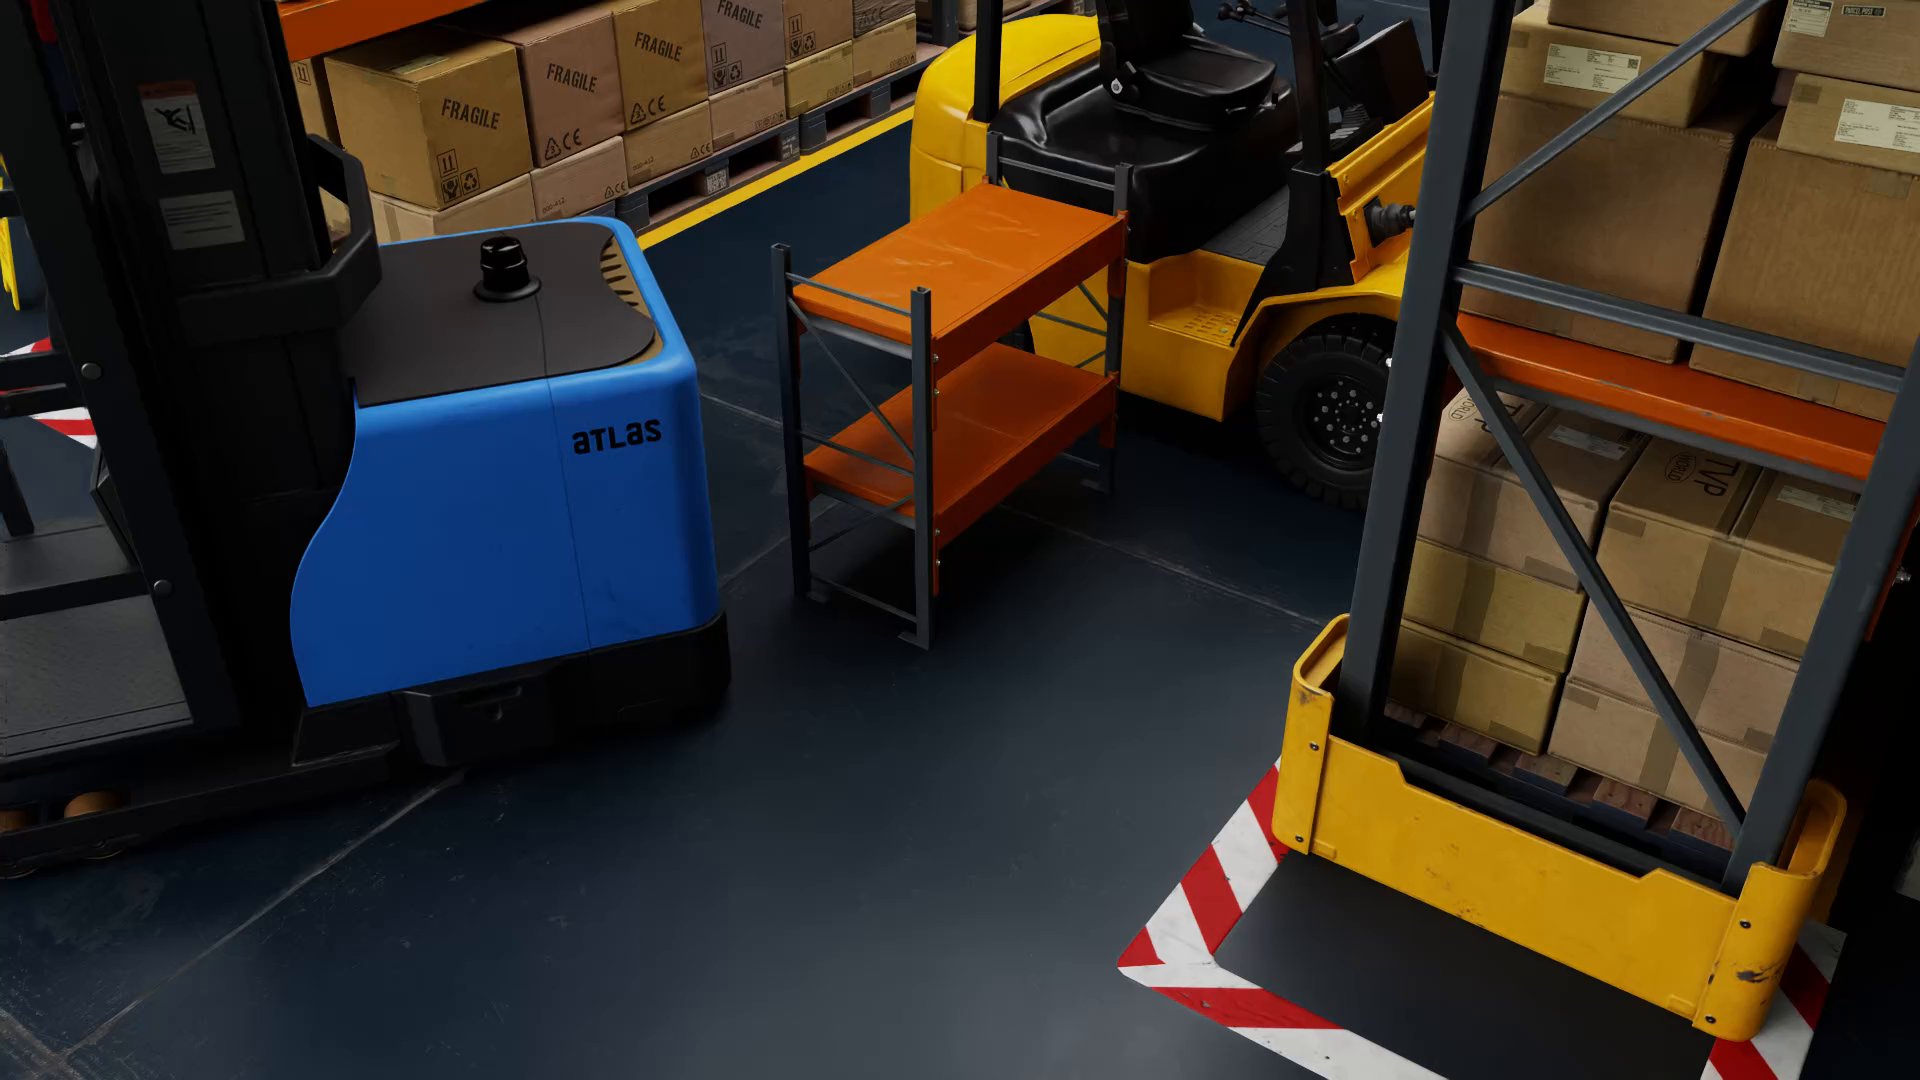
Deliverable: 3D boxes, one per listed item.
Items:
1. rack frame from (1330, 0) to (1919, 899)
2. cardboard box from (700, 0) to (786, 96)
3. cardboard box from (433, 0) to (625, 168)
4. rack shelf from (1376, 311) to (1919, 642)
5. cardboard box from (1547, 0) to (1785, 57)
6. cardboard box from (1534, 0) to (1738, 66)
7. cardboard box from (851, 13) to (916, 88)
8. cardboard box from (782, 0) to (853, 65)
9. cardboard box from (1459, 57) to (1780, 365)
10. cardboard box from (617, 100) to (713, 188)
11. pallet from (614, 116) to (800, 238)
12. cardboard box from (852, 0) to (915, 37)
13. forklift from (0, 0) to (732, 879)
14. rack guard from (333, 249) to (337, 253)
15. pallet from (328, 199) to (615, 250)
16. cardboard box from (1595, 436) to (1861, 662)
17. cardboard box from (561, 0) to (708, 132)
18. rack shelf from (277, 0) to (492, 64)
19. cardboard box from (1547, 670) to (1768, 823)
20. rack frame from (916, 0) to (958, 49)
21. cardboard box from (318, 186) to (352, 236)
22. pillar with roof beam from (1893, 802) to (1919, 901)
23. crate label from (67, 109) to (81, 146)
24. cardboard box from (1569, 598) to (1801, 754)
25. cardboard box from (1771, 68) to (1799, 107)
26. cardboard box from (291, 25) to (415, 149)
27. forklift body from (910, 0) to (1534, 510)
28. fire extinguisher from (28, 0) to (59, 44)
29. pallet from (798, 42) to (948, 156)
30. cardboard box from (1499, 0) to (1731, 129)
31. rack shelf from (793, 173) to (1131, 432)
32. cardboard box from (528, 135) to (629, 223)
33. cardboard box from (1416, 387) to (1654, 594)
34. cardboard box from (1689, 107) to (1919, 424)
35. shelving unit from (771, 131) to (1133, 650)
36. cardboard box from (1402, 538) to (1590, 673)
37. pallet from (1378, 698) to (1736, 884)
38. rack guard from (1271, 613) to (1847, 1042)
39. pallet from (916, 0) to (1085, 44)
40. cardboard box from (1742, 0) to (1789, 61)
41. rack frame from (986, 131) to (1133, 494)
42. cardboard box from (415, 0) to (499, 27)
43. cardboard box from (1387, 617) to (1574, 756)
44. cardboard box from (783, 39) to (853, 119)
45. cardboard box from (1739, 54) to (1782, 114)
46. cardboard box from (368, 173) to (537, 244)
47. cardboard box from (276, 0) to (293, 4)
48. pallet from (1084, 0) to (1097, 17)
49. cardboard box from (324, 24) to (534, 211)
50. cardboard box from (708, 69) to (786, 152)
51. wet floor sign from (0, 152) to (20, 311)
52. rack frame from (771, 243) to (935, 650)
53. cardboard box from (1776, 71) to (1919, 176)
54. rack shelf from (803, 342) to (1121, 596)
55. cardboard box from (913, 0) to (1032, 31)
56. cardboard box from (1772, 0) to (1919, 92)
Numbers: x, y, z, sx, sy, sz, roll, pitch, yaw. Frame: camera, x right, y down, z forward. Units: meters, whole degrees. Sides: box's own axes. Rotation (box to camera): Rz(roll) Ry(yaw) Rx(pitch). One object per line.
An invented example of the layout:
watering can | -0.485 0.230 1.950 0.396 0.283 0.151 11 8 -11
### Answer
rack frame | 1.348 -0.409 3.178 1.000 3.000 0.127 21 39 28
cardboard box | -1.147 -2.352 7.460 0.500 0.500 0.500 24 41 31
cardboard box | -1.737 -1.875 6.755 0.500 0.500 0.500 20 39 27
rack shelf | 2.488 -1.032 4.740 1.077 0.370 4.000 21 39 28
cardboard box | 1.379 -1.075 3.228 0.380 0.149 0.250 21 40 28
cardboard box | 1.437 -1.096 3.524 0.380 0.149 0.250 22 40 29
cardboard box | -0.568 -2.511 8.365 0.500 0.250 0.500 23 40 30
cardboard box | -0.857 -2.587 7.808 0.500 0.500 0.500 22 40 29
cardboard box | 1.413 -0.761 3.608 0.500 0.500 0.500 20 39 27
cardboard box | -1.447 -1.799 7.312 0.500 0.250 0.500 24 41 31
pallet | -1.500 -1.795 7.715 1.003 0.211 1.213 21 39 28
cardboard box | -0.568 -2.821 8.155 0.500 0.500 0.500 21 39 28
forklift | -2.199 -0.727 3.709 3.031 2.935 1.130 -11 36 -16
rack guard | -2.689 -0.993 6.271 1.175 0.500 0.348 21 39 28
pallet | -2.196 -1.235 6.889 1.003 0.211 1.213 21 39 28
cardboard box | 1.777 -0.019 3.788 0.500 0.250 0.500 21 39 28
cardboard box | -1.445 -2.103 7.092 0.500 0.500 0.500 22 40 29
rack shelf | -1.592 -2.615 7.082 1.077 0.370 4.000 21 39 28
cardboard box | 1.789 0.392 4.072 0.500 0.250 0.500 21 40 28
rack frame | -0.451 -3.834 8.242 1.000 3.000 0.127 21 39 28
cardboard box | -2.478 -1.497 6.866 0.500 0.250 0.500 21 39 28
pillar with roof beam | -1.051 -4.302 3.578 9.100 9.000 0.400 21 39 28
crate label | -4.255 -1.997 8.081 0.250 0.136 0.298 3 34 4
cardboard box | 1.787 0.199 3.912 0.500 0.250 0.500 22 40 29
cardboard box | 1.843 -0.927 3.274 0.380 0.149 0.250 21 39 28
cardboard box | -2.489 -1.791 6.630 0.500 0.500 0.500 22 40 28
forklift body | 0.930 -1.513 5.567 2.313 2.155 1.214 21 39 28
fire extinguisher | -3.176 -2.056 5.681 0.296 0.674 0.183 21 39 28
pallet | -0.805 -2.358 8.549 1.003 0.211 1.213 21 39 28
cardboard box | 1.315 -0.968 3.336 0.380 0.149 0.250 22 40 29
rack shelf | 0.004 -0.712 4.776 0.538 0.278 1.000 21 39 28
cardboard box | -1.748 -1.543 6.934 0.500 0.250 0.500 23 40 30
cardboard box | 1.354 -0.170 4.011 0.500 0.250 0.500 23 40 30
cardboard box | 1.858 -0.590 3.356 0.500 0.500 0.500 23 40 30
shelving unit | 0.004 -0.469 4.939 0.538 1.125 1.048 21 39 28
cardboard box | 1.369 0.025 4.169 0.500 0.250 0.500 21 39 28
pallet | 1.749 0.380 4.499 1.003 0.211 1.213 21 39 28
rack guard | 1.334 0.637 3.861 1.175 0.500 0.348 21 39 28
pallet | -0.009 -3.038 9.553 1.003 0.211 1.213 21 39 28
cardboard box | 1.635 -1.195 3.672 0.380 0.149 0.250 22 40 29
rack frame | 0.294 -0.703 5.285 0.500 1.125 0.032 21 39 28
cardboard box | -2.195 -2.032 6.987 0.500 0.500 0.500 23 40 30
cardboard box | 1.356 0.239 4.299 0.500 0.250 0.500 22 40 28
cardboard box | -0.863 -2.263 7.998 0.500 0.250 0.500 20 39 27
cardboard box | 1.716 -0.997 3.957 0.500 0.500 0.500 23 40 30
cardboard box | -2.045 -1.311 6.590 0.500 0.250 0.500 21 39 28
cardboard box | -2.368 -1.979 5.723 0.380 0.149 0.250 21 40 28
pallet | 0.686 -3.601 10.387 1.003 0.211 1.213 21 39 28
cardboard box | -2.032 -1.633 6.397 0.500 0.500 0.500 20 39 27
cardboard box | -1.157 -2.030 7.654 0.500 0.250 0.500 22 40 29
wet floor sign | -3.719 -1.272 6.555 0.232 0.644 0.267 -22 40 -29
rack frame | -0.286 -0.235 4.594 0.500 1.125 0.032 21 39 28
cardboard box | 1.754 -0.793 3.076 0.380 0.149 0.250 20 39 27
rack shelf | 0.004 -0.267 5.076 0.538 0.278 1.000 21 39 28
cardboard box | -0.154 -3.161 9.218 0.950 0.372 0.625 22 40 29
cardboard box | 1.715 -0.929 3.012 0.380 0.149 0.250 20 39 27
